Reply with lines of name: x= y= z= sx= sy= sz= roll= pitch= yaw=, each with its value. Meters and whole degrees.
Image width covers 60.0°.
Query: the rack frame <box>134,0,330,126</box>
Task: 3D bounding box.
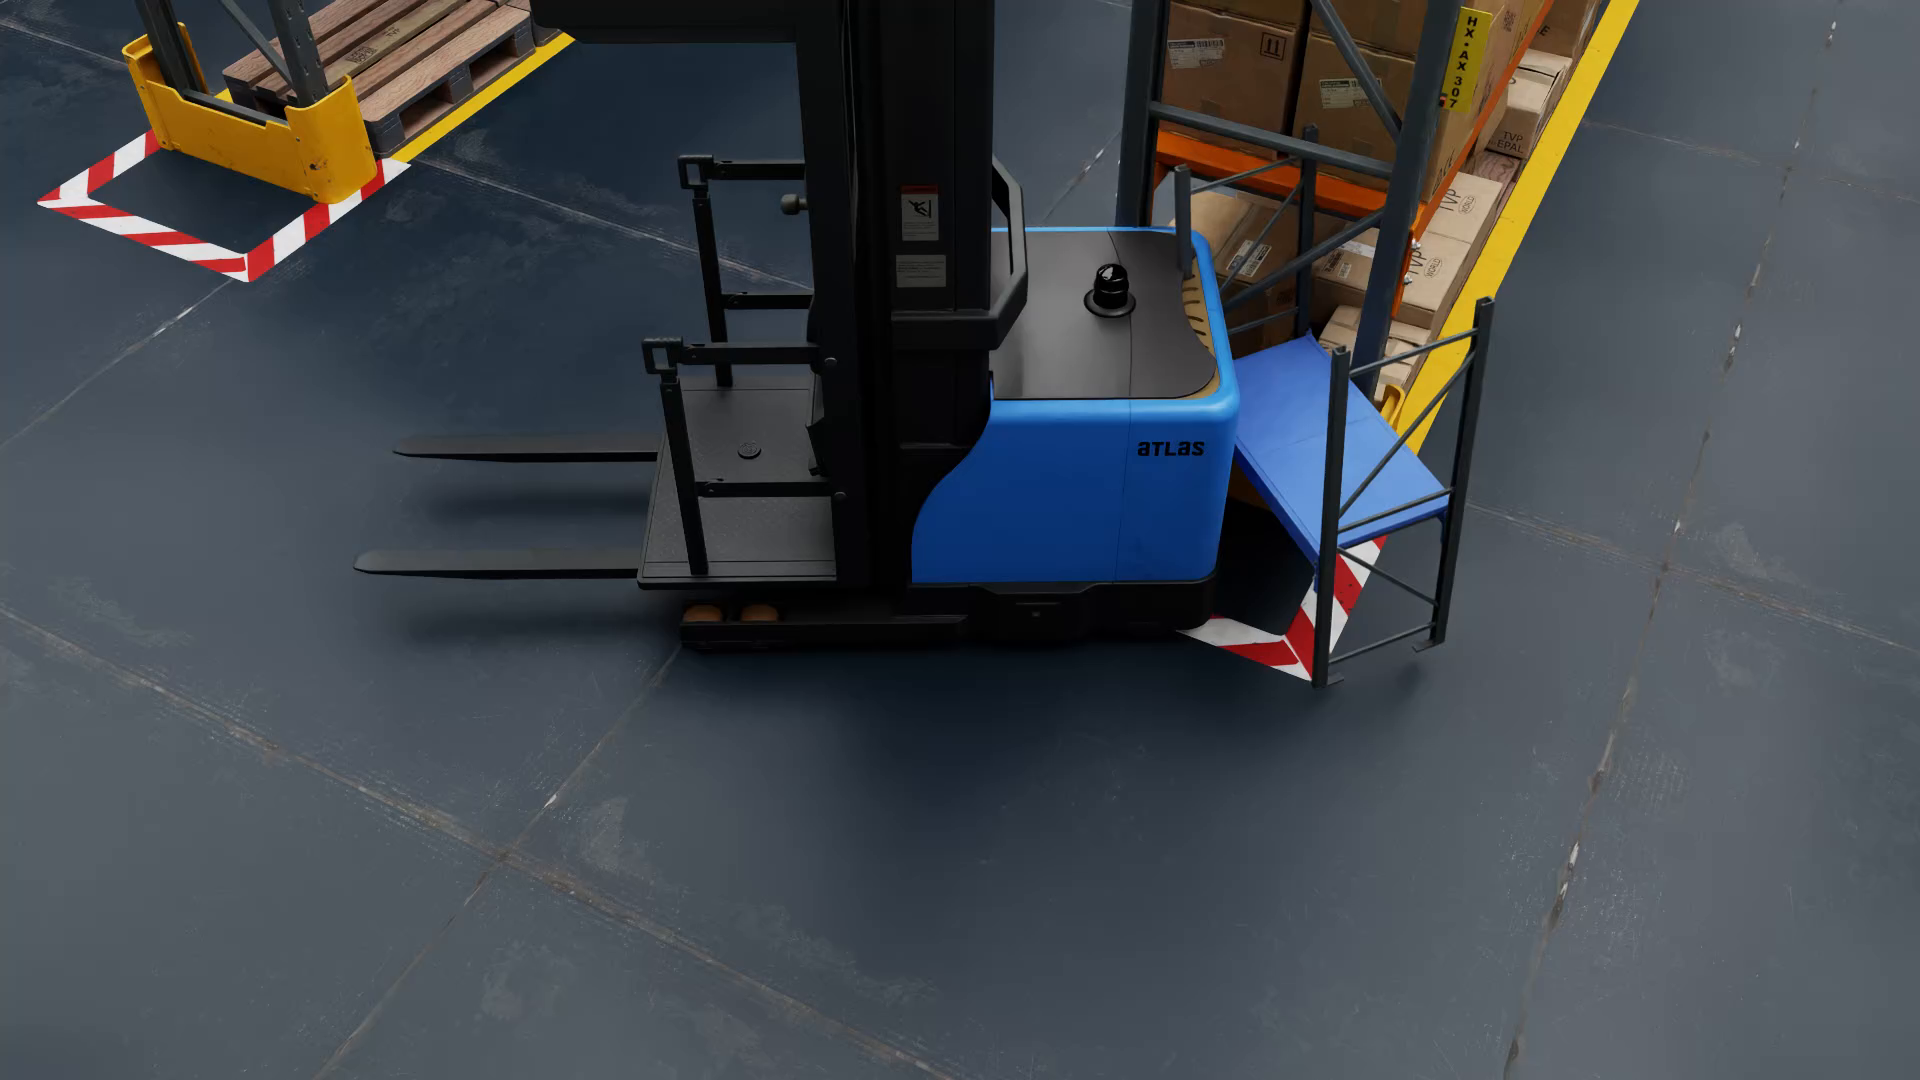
rack frame: x=-3.371 y=-2.933 z=7.040 sx=1.000 sy=3.000 sz=0.127 roll=20 pitch=49 yaw=19

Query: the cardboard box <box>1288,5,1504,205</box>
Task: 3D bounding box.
cardboard box: x=1.455 y=-1.523 z=5.576 sx=0.500 sy=0.500 sz=0.500 roll=21 pitch=49 yaw=20

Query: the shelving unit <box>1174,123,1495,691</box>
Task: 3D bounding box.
shelving unit: x=1.184 y=-0.420 z=5.550 sx=0.538 sy=1.500 sz=1.048 roll=-19 pitch=47 yaw=-9

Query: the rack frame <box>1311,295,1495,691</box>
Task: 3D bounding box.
rack frame: x=1.360 y=-0.089 z=5.207 sx=0.500 sy=1.500 sz=0.032 roll=-19 pitch=47 yaw=-9

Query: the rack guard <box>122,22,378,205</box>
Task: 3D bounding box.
rack guard: x=-3.370 y=-2.035 z=7.910 sx=1.175 sy=0.500 sz=0.348 roll=20 pitch=49 yaw=19

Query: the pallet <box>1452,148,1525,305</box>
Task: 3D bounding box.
pallet: x=1.987 y=-1.631 z=7.714 sx=1.003 sy=0.211 sz=1.213 roll=20 pitch=49 yaw=19

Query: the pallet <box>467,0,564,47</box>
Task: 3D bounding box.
pallet: x=-2.386 y=-3.226 z=9.290 sx=1.003 sy=0.211 sz=1.213 roll=20 pitch=49 yaw=19

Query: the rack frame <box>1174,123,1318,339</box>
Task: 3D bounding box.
rack frame: x=1.008 y=-0.750 z=5.894 sx=0.500 sy=1.500 sz=0.032 roll=-19 pitch=47 yaw=-9

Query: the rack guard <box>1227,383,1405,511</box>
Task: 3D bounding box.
rack guard: x=1.050 y=-0.465 z=6.358 sx=1.175 sy=0.500 sz=0.348 roll=20 pitch=49 yaw=19

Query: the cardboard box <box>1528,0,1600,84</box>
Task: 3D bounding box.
cardboard box: x=2.859 y=-2.639 z=8.197 sx=0.500 sy=0.500 sz=0.500 roll=20 pitch=49 yaw=19

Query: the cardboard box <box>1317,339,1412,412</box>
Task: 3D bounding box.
cardboard box: x=1.514 y=-0.599 z=6.428 sx=0.380 sy=0.149 sz=0.250 roll=20 pitch=49 yaw=19

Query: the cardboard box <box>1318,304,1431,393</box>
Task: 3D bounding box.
cardboard box: x=1.630 y=-0.762 z=6.577 sx=0.380 sy=0.166 sz=0.250 roll=20 pitch=49 yaw=19

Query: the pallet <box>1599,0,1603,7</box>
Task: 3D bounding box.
pallet: x=3.216 y=-3.360 z=9.423 sx=1.003 sy=0.211 sz=1.213 roll=20 pitch=49 yaw=19

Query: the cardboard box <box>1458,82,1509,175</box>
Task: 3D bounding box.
cardboard box: x=2.004 y=-1.907 z=7.472 sx=0.797 sy=0.503 sz=0.637 roll=20 pitch=49 yaw=19

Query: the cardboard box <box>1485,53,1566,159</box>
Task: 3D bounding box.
cardboard box: x=2.510 y=-2.100 z=7.798 sx=0.500 sy=0.311 sz=0.500 roll=20 pitch=49 yaw=19

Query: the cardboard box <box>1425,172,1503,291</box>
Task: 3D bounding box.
cardboard box: x=1.983 y=-1.363 z=7.112 sx=0.500 sy=0.250 sz=0.500 roll=20 pitch=49 yaw=19

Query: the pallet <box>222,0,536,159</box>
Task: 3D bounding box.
pallet: x=-2.953 y=-2.460 z=8.533 sx=1.003 sy=0.211 sz=1.213 roll=20 pitch=49 yaw=19

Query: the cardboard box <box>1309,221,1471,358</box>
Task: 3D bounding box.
cardboard box: x=1.751 y=-1.048 z=6.800 sx=0.500 sy=0.250 sz=0.500 roll=20 pitch=49 yaw=19

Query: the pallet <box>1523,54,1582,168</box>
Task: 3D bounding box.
pallet: x=2.552 y=-2.403 z=8.477 sx=1.003 sy=0.211 sz=1.213 roll=20 pitch=49 yaw=19

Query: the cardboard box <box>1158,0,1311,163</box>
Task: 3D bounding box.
cardboard box: x=0.982 y=-1.703 z=5.754 sx=0.500 sy=0.500 sz=0.500 roll=22 pitch=49 yaw=20

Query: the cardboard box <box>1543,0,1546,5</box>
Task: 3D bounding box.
cardboard box: x=2.158 y=-2.480 z=6.521 sx=0.500 sy=0.500 sz=0.500 roll=21 pitch=49 yaw=20

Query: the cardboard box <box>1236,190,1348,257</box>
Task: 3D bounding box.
cardboard box: x=1.517 y=-1.496 z=7.244 sx=0.500 sy=0.250 sz=0.500 roll=20 pitch=49 yaw=19

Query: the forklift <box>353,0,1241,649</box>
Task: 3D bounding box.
forklift: x=-0.623 y=-1.025 z=5.202 sx=3.031 sy=2.935 sz=1.130 roll=-1 pitch=45 yaw=0

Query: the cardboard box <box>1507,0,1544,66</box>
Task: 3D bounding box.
cardboard box: x=1.925 y=-2.165 z=6.211 sx=0.500 sy=0.500 sz=0.500 roll=20 pitch=49 yaw=19

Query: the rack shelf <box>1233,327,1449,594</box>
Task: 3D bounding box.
rack shelf: x=1.204 y=-0.296 z=5.679 sx=0.538 sy=0.185 sz=1.000 roll=-19 pitch=47 yaw=-9

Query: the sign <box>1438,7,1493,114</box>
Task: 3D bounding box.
sign: x=1.496 y=-1.421 z=4.937 sx=0.100 sy=0.325 sz=0.005 roll=20 pitch=49 yaw=19

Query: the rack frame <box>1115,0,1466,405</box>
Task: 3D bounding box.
rack frame: x=1.015 y=-1.296 z=5.422 sx=1.000 sy=3.000 sz=0.127 roll=20 pitch=49 yaw=19

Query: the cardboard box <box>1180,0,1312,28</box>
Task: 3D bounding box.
cardboard box: x=0.978 y=-2.053 z=5.397 sx=0.500 sy=0.500 sz=0.500 roll=20 pitch=49 yaw=19

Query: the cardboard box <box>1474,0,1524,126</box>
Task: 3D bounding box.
cardboard box: x=1.689 y=-1.850 z=5.899 sx=0.500 sy=0.500 sz=0.500 roll=20 pitch=49 yaw=19

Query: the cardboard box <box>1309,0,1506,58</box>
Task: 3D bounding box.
cardboard box: x=1.455 y=-1.875 z=5.221 sx=0.500 sy=0.500 sz=0.500 roll=22 pitch=49 yaw=20

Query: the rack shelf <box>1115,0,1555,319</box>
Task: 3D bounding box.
rack shelf: x=1.943 y=-2.303 z=6.923 sx=1.077 sy=0.370 sz=4.000 roll=20 pitch=49 yaw=19

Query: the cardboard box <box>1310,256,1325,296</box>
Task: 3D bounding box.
cardboard box: x=1.317 y=-1.104 z=6.915 sx=0.380 sy=0.166 sz=0.250 roll=20 pitch=49 yaw=19

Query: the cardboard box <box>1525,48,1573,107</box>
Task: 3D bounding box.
cardboard box: x=2.738 y=-2.259 z=8.069 sx=0.380 sy=0.149 sz=0.250 roll=20 pitch=49 yaw=19

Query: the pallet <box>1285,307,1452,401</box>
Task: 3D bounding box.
pallet: x=1.420 y=-0.866 z=6.957 sx=1.003 sy=0.211 sz=1.213 roll=20 pitch=49 yaw=19

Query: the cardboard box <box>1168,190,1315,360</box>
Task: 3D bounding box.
cardboard box: x=1.049 y=-0.996 z=6.573 sx=0.500 sy=0.500 sz=0.500 roll=20 pitch=49 yaw=19

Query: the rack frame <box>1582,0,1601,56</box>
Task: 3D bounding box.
rack frame: x=2.872 y=-3.816 z=7.912 sx=1.000 sy=3.000 sz=0.127 roll=20 pitch=49 yaw=19
